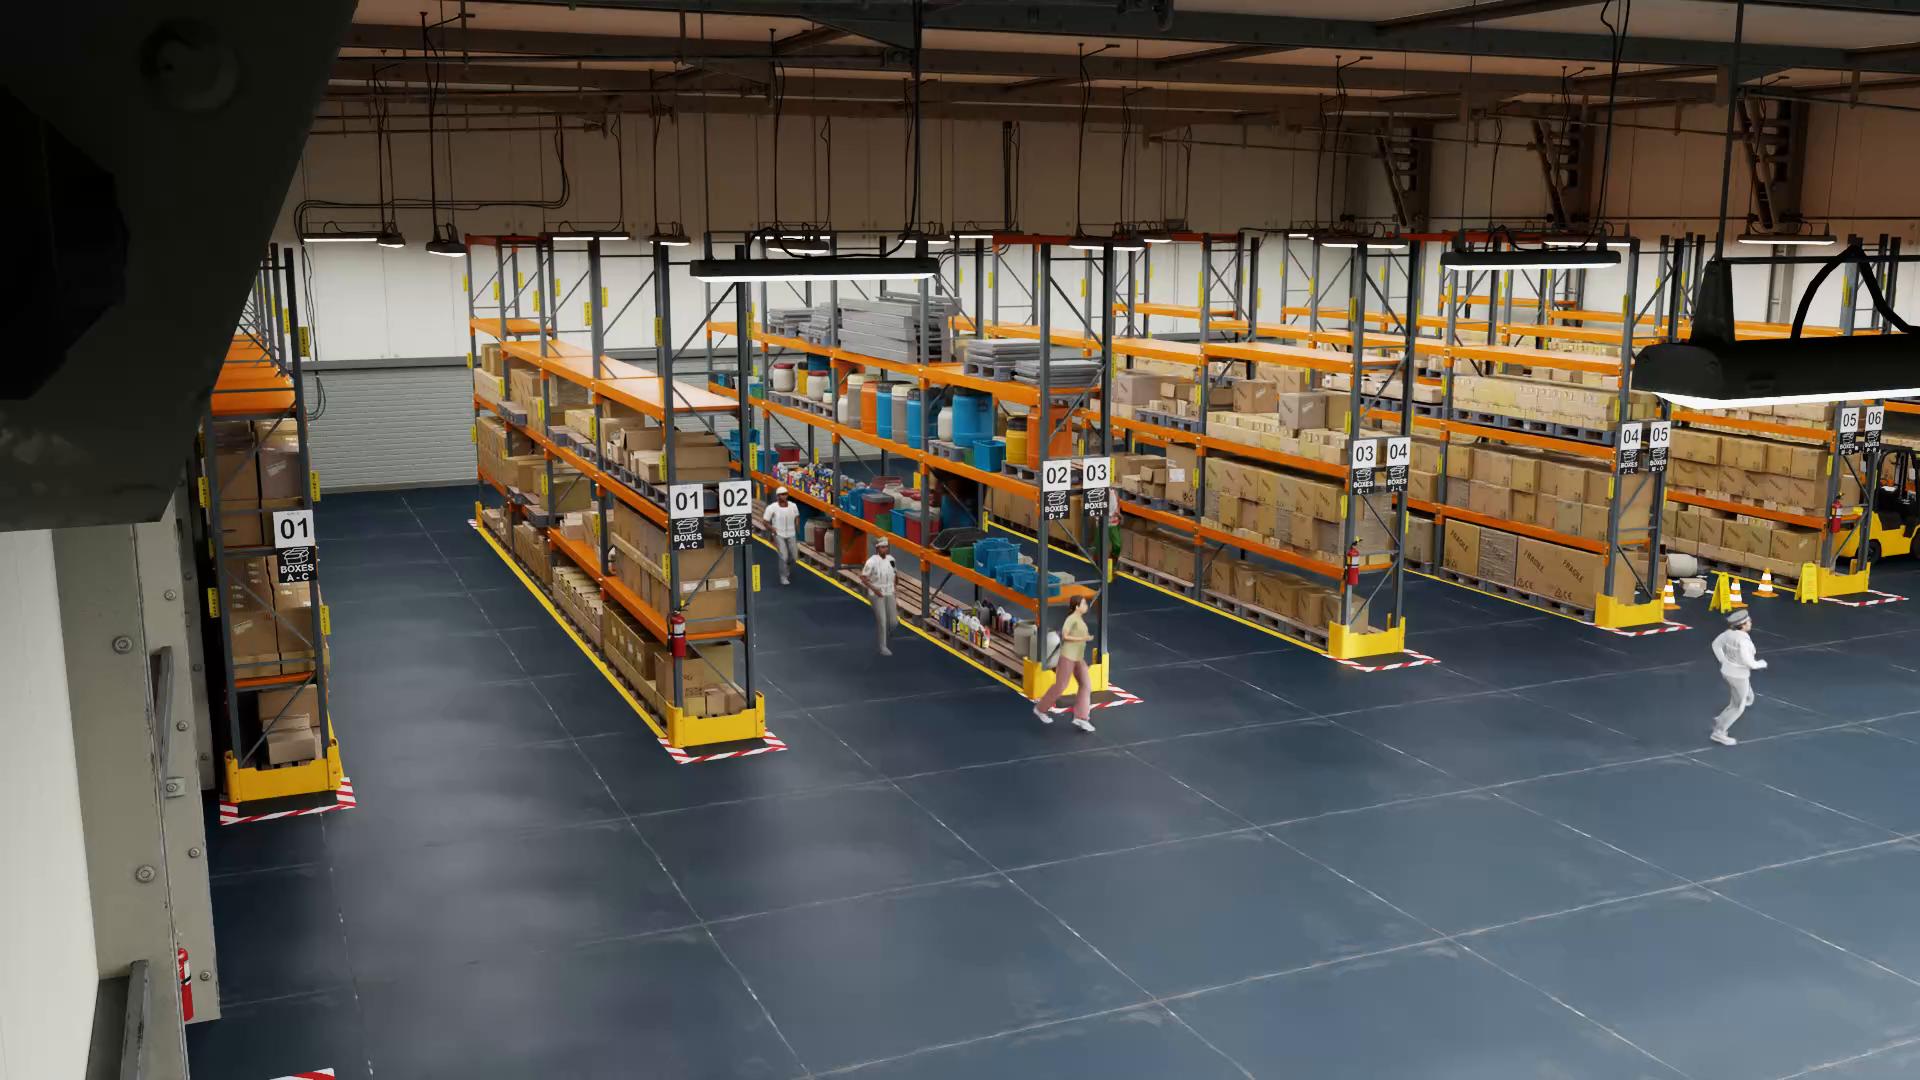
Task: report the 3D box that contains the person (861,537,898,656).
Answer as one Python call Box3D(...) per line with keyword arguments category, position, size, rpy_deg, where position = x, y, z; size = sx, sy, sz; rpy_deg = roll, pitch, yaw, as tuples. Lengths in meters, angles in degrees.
Box3D(category="person", position=(-1.102, 0.771, 23.282), size=(0.584, 1.685, 0.492), rpy_deg=(-7, 13, -32))

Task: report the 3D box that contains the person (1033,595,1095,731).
Box3D(category="person", position=(1.412, 1.510, 20.989), size=(0.846, 1.667, 0.591), rpy_deg=(6, 12, 28))

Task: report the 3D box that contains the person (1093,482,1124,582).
Box3D(category="person", position=(2.501, -0.201, 28.029), size=(0.639, 1.844, 0.697), rpy_deg=(-4, 12, -20))

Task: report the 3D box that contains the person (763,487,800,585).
Box3D(category="person", position=(-3.084, -0.080, 29.023), size=(0.686, 1.718, 0.605), rpy_deg=(-5, 12, -26))

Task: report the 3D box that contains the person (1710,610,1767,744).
Box3D(category="person", position=(9.458, 1.651, 20.178), size=(0.562, 1.668, 0.671), rpy_deg=(0, 11, 2))
